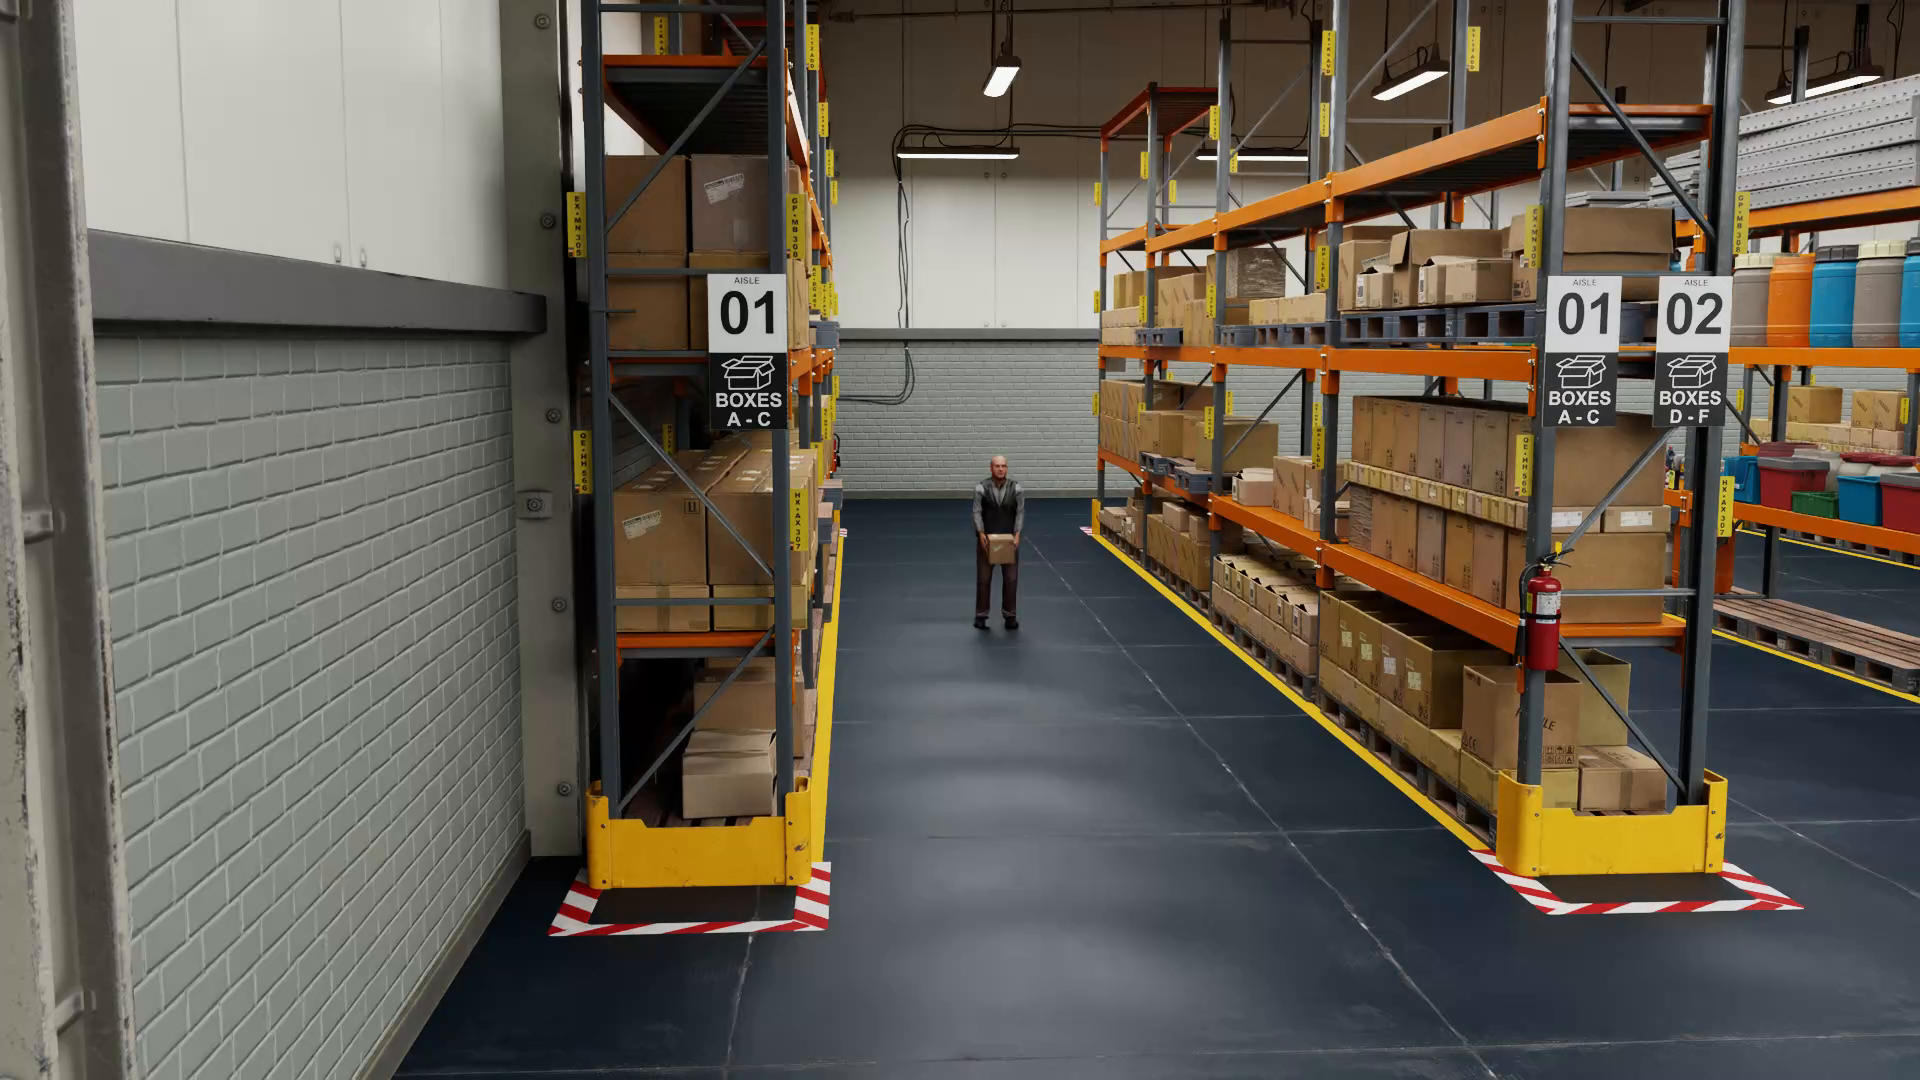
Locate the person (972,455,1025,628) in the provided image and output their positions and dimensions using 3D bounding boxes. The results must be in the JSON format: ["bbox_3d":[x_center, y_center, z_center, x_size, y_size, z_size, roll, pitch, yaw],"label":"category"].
[{"bbox_3d":[0.389,0.016,16.682,0.544,1.728,0.482,-1,7,-5],"label":"person"}]
